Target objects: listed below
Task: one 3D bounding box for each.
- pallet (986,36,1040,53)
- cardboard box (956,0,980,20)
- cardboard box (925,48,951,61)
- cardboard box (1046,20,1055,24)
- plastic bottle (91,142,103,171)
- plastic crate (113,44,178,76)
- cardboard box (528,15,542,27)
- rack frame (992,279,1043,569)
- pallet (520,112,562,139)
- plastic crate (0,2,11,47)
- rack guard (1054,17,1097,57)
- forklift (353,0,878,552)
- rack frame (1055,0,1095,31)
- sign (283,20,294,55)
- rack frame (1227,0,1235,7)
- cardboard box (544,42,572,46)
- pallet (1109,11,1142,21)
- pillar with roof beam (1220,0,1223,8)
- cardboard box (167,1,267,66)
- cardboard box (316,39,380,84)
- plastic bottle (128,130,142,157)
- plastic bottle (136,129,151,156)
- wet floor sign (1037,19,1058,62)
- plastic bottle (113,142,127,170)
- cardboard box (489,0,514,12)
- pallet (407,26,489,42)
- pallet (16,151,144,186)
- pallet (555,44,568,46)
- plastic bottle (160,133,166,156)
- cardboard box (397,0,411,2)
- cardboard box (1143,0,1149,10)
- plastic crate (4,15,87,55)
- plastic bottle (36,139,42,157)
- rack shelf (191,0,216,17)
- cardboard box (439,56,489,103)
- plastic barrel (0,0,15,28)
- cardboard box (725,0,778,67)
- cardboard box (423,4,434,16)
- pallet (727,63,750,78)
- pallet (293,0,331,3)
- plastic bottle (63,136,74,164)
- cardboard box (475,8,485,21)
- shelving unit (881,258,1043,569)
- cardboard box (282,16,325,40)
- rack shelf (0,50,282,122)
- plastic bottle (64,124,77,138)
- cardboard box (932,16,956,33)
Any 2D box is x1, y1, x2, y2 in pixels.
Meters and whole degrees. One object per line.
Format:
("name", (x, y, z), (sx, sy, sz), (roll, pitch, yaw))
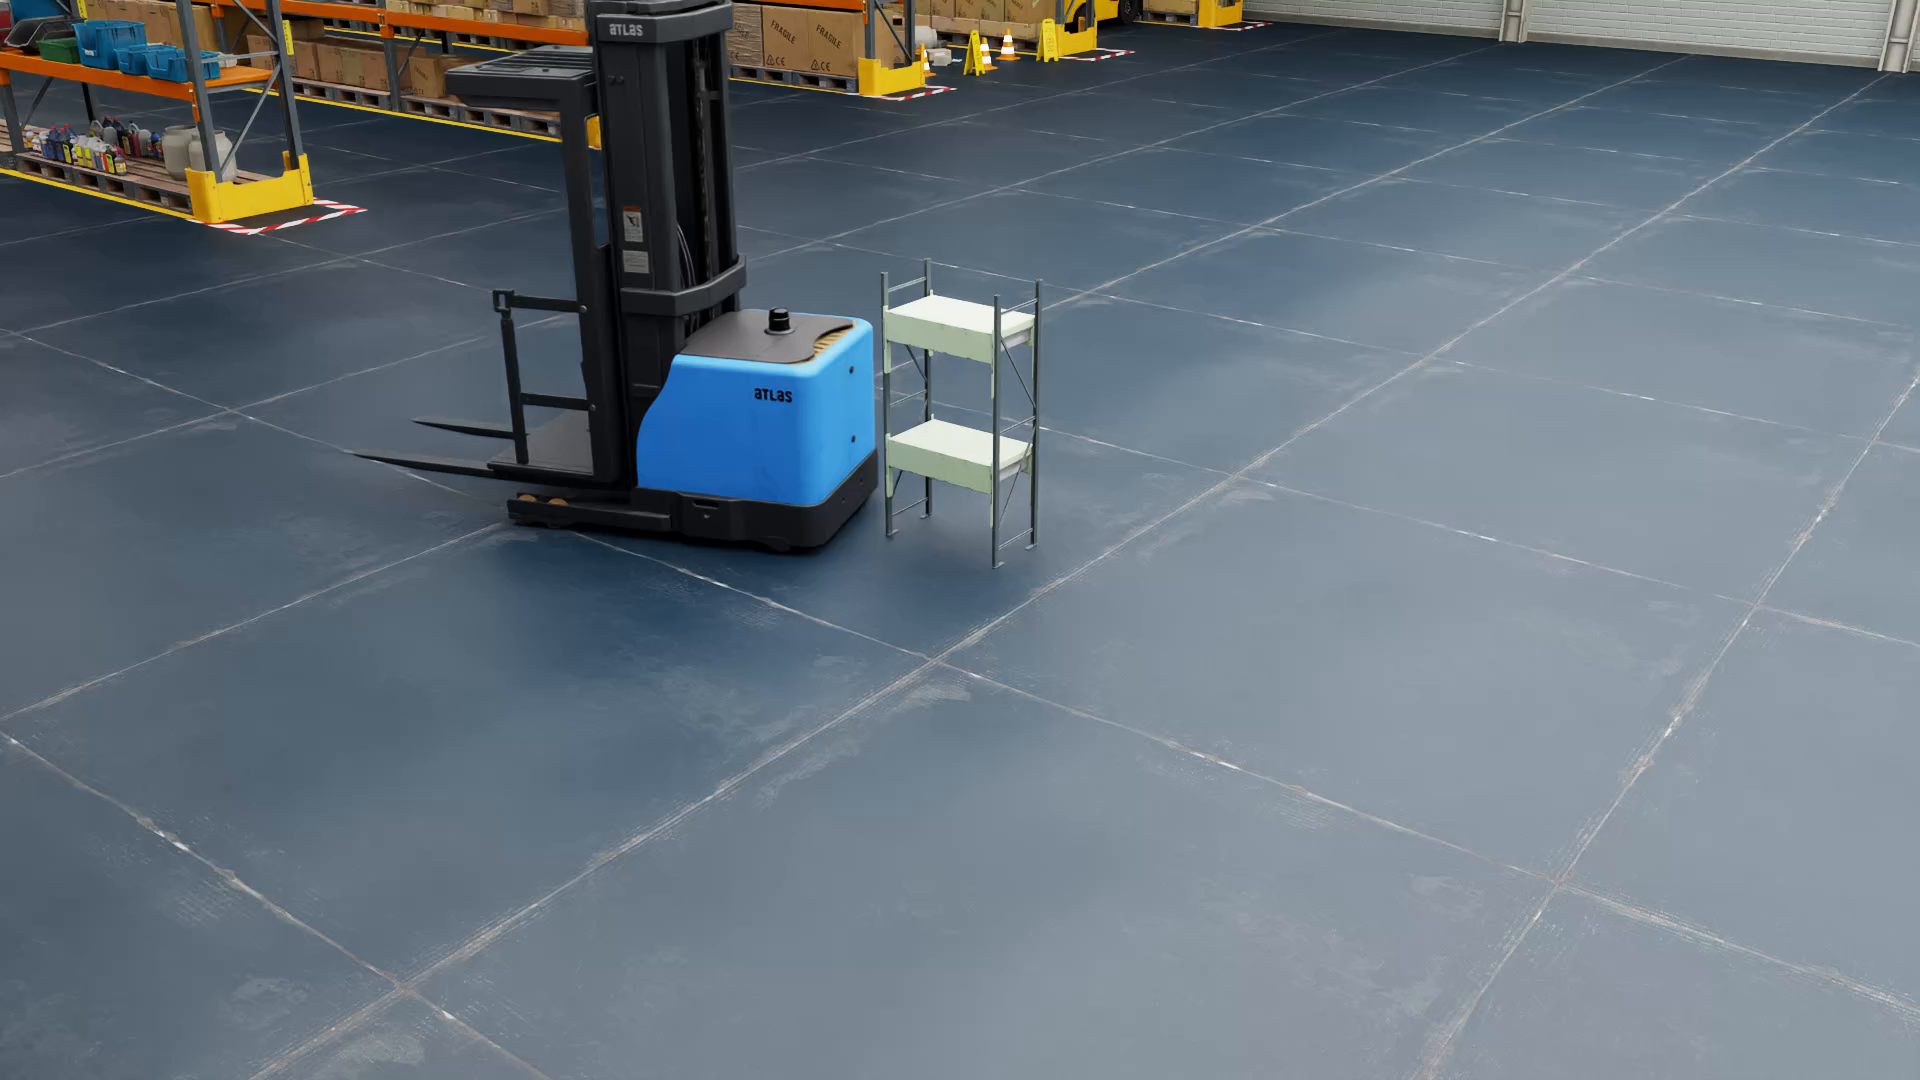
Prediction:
("pallet", (1.205, -8.433, 28.128), (1.213, 0.211, 1.003), (17, 29, 33))
("cardboard box", (0.278, -9.119, 28.185), (0.500, 0.500, 0.500), (16, 28, 32))
("cardboard box", (-0.365, -7.843, 26.867), (0.380, 0.149, 0.250), (-10, 26, -21))
("cardboard box", (1.415, -8.701, 28.167), (0.500, 0.250, 0.500), (17, 29, 33))
("plastic bottle", (-9.048, -4.048, 17.550), (0.135, 0.276, 0.152), (16, 28, 32))
("plastic crate", (-8.116, -4.803, 16.615), (0.408, 0.251, 0.499), (17, 29, 33))
("cardboard box", (-5.022, -6.343, 20.237), (0.250, 0.149, 0.380), (17, 29, 33))
("rack frame", (0.298, -0.596, 8.743), (0.023, 1.500, 0.400), (17, 29, 33))
("pallet", (-4.739, -5.236, 20.871), (1.213, 0.211, 1.003), (17, 29, 33))
("plastic crate", (-10.791, -5.702, 18.393), (0.583, 0.464, 0.402), (17, 29, 33))
("rack guard", (1.834, -8.357, 27.598), (0.348, 0.500, 1.175), (17, 29, 33))
("forklift", (-2.056, -1.602, 9.250), (3.031, 2.935, 1.130), (7, 25, 15))
("rack frame", (1.895, -9.483, 27.052), (0.127, 3.000, 1.000), (17, 29, 33))
("sign", (-6.686, -4.991, 16.513), (0.005, 0.325, 0.100), (17, 29, 33))
("rack frame", (4.869, -11.085, 30.689), (0.127, 3.000, 1.000), (17, 29, 33))
("cardboard box", (-6.260, -8.572, 27.254), (0.750, 0.750, 1.050), (17, 29, 34))
("pallet", (3.259, -10.276, 32.310), (1.213, 0.211, 1.003), (17, 29, 33))
("pillar with roof beam", (2.270, -12.901, 27.369), (0.400, 9.000, 9.100), (17, 29, 33))
("cardboard box", (-10.990, -7.613, 24.924), (0.875, 0.875, 1.225), (15, 28, 31))
("cardboard box", (-8.546, -6.722, 23.341), (0.500, 0.500, 0.700), (14, 27, 29))
("plastic bottle", (-9.056, -4.351, 18.227), (0.133, 0.283, 0.061), (17, 29, 33))
("plastic bottle", (-8.992, -4.382, 18.307), (0.135, 0.276, 0.152), (17, 29, 34))
("wet floor sign", (1.405, -8.014, 26.639), (0.267, 0.644, 0.232), (-15, 28, -30))
("plastic bottle", (-8.874, -4.053, 17.551), (0.133, 0.283, 0.061), (17, 29, 33))
("cardboard box", (-5.319, -6.826, 20.530), (0.500, 0.500, 0.875), (17, 29, 33))
("pallet", (-8.991, -9.004, 29.425), (1.213, 0.211, 1.003), (17, 29, 33))
("pallet", (-9.708, -4.203, 18.527), (1.213, 0.211, 1.003), (17, 29, 33))
("pallet", (-5.837, -8.010, 27.167), (1.213, 0.211, 1.003), (17, 29, 33))
("plastic bottle", (-8.638, -4.286, 18.096), (0.097, 0.271, 0.097), (0, 24, 0))
("cardboard box", (-6.927, -7.306, 21.618), (0.500, 0.500, 0.875), (17, 29, 33))
("cardboard box", (3.516, -10.278, 31.746), (0.500, 0.250, 0.500), (17, 29, 34))
("plastic crate", (-9.878, -5.459, 17.996), (0.504, 0.338, 0.767), (17, 29, 33))
("plastic bottle", (-10.065, -4.308, 18.232), (0.097, 0.201, 0.097), (0, 24, 0))
("rack shelf", (-12.051, -8.374, 25.429), (4.000, 0.370, 1.077), (17, 29, 33))
("cardboard box", (-6.491, -6.055, 21.852), (0.500, 0.500, 0.500), (-16, 28, -31))
("plastic barrel", (-10.854, -6.019, 19.022), (0.433, 0.535, 0.433), (0, 24, 0))
("cardboard box", (-3.009, -7.657, 25.023), (0.875, 0.875, 0.875), (17, 29, 34))
("cardboard box", (-6.643, -6.815, 21.309), (0.250, 0.149, 0.380), (17, 29, 33))
("pallet", (-3.633, -7.343, 25.655), (1.213, 0.211, 1.003), (17, 29, 33))
("pallet", (-8.842, -7.667, 23.168), (1.213, 0.211, 1.003), (17, 29, 33))
("plastic bottle", (-9.565, -4.185, 17.851), (0.133, 0.283, 0.061), (18, 30, 36))
("cardboard box", (-5.822, -6.585, 20.786), (0.250, 0.149, 0.380), (17, 29, 33))
("shelving unit", (0.005, -0.685, 8.944), (0.755, 1.500, 0.431), (17, 29, 33))
("cardboard box", (-9.466, -7.343, 23.821), (0.500, 0.250, 0.500), (21, 31, 39))
("rack shelf", (-8.620, -4.842, 17.411), (4.000, 0.370, 1.077), (17, 29, 33))
("plastic bottle", (-9.737, -4.361, 18.168), (0.185, 0.351, 0.144), (17, 29, 33))
("cardboard box", (-0.136, -8.901, 28.622), (0.500, 0.250, 0.500), (16, 29, 33))
